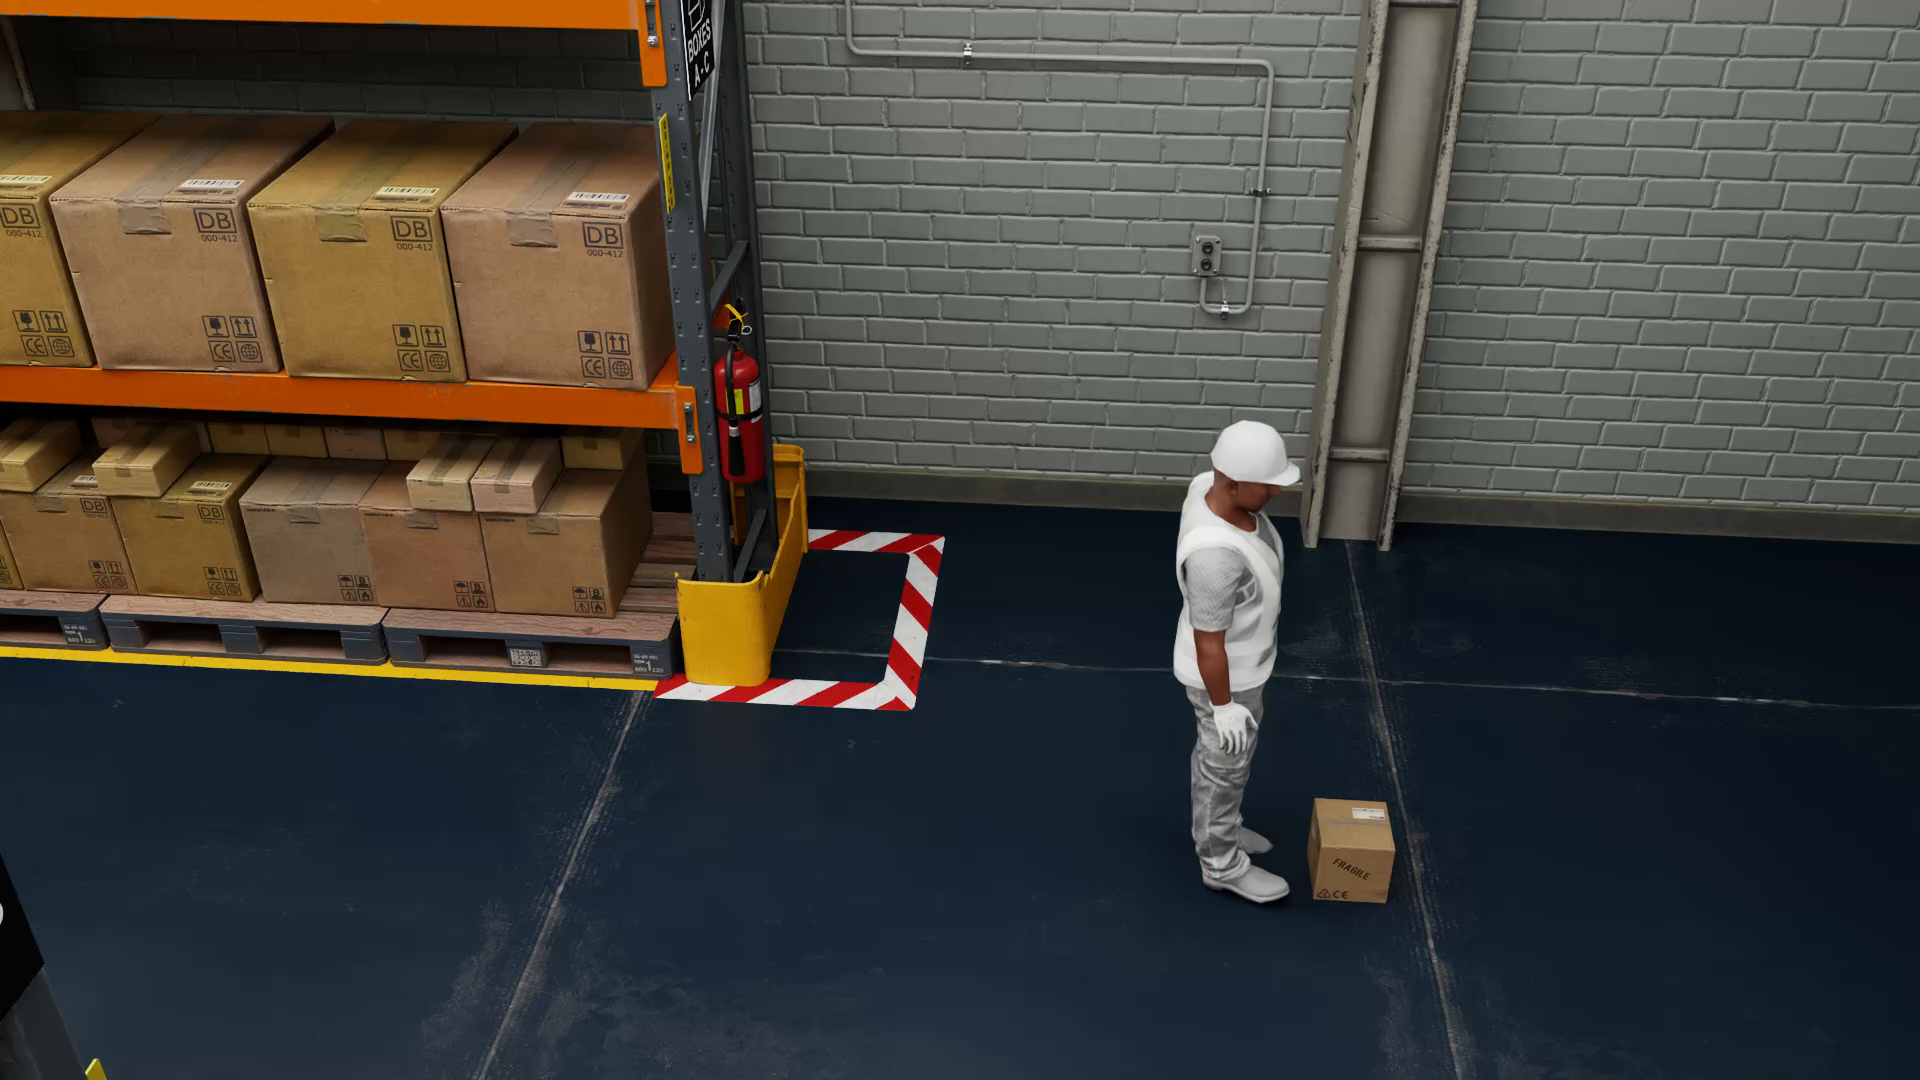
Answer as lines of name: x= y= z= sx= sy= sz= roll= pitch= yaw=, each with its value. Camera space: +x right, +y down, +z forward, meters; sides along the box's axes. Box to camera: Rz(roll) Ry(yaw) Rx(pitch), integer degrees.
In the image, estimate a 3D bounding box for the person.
person: x=0.922 y=0.429 z=5.433 sx=0.485 sy=1.834 sz=0.590 roll=6 pitch=32 yaw=10
